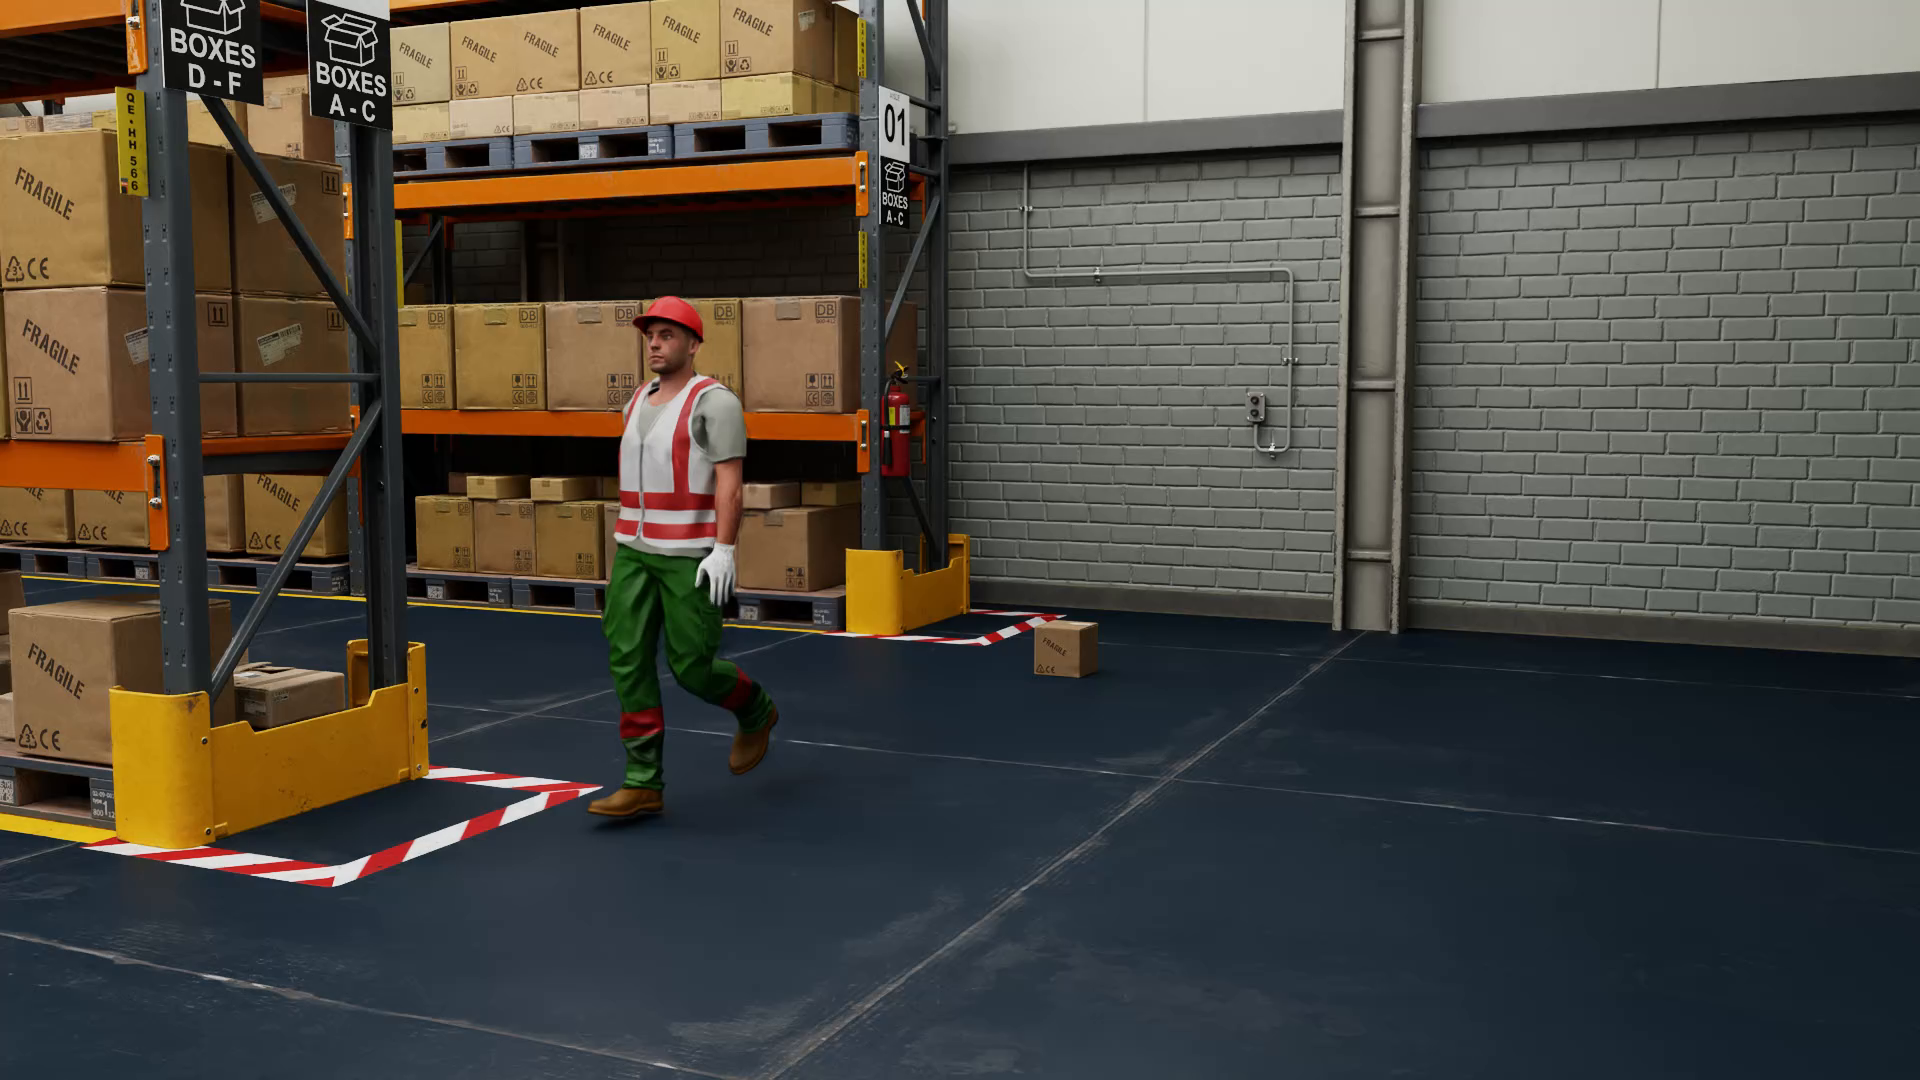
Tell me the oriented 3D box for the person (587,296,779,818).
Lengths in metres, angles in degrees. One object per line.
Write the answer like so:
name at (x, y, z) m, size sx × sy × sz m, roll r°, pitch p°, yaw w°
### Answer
person at (-0.969, 0.044, 5.773) m, size 0.551 × 1.770 × 0.789 m, roll 3°, pitch 7°, yaw 32°
